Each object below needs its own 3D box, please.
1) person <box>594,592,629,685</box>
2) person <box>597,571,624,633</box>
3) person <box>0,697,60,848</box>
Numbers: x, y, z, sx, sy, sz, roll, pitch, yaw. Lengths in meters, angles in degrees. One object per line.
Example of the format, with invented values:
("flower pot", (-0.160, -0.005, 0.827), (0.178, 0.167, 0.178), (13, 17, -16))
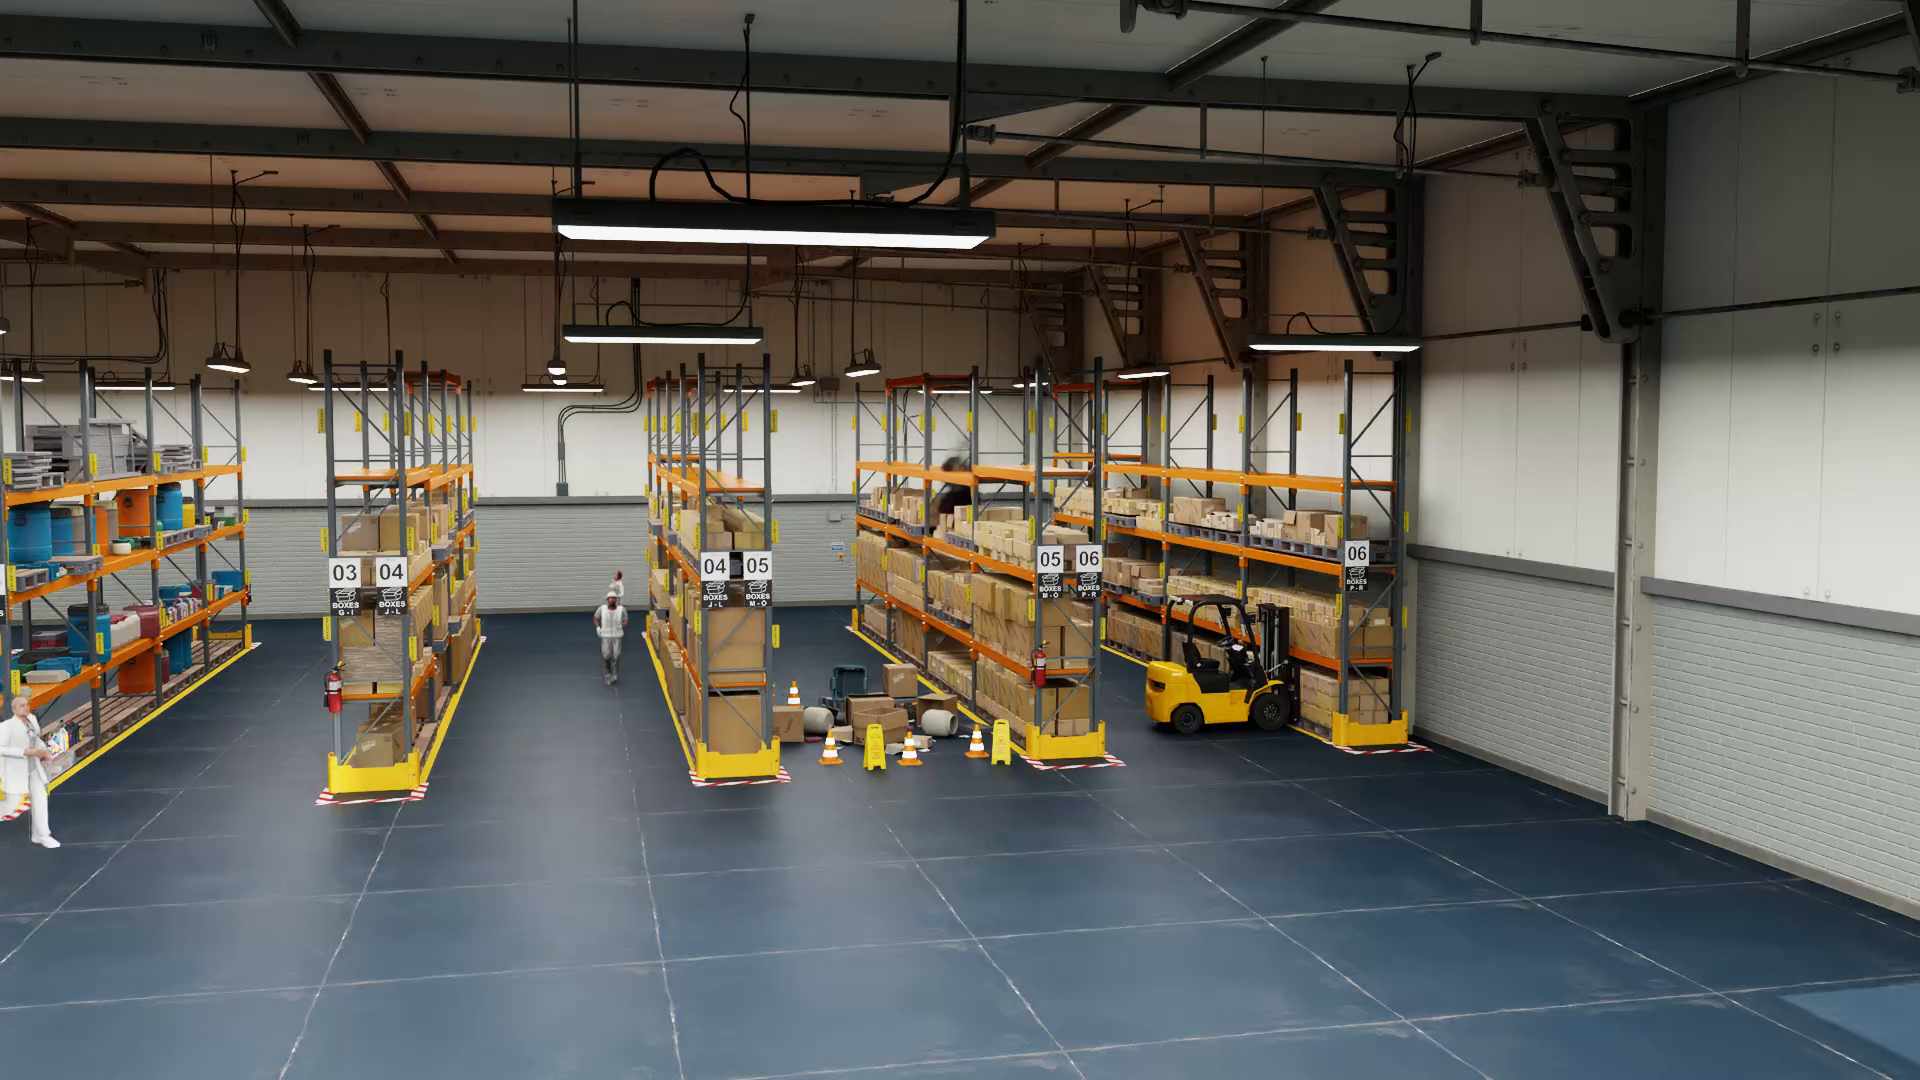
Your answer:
("person", (-6.716, 1.906, 32.059), (0.658, 1.823, 0.622), (-1, 4, -14))
("person", (-8.343, 1.490, 39.903), (0.551, 1.521, 0.629), (-3, 5, -36))
("person", (-11.171, 2.744, 19.732), (1.045, 1.791, 0.718), (1, 4, 17))
